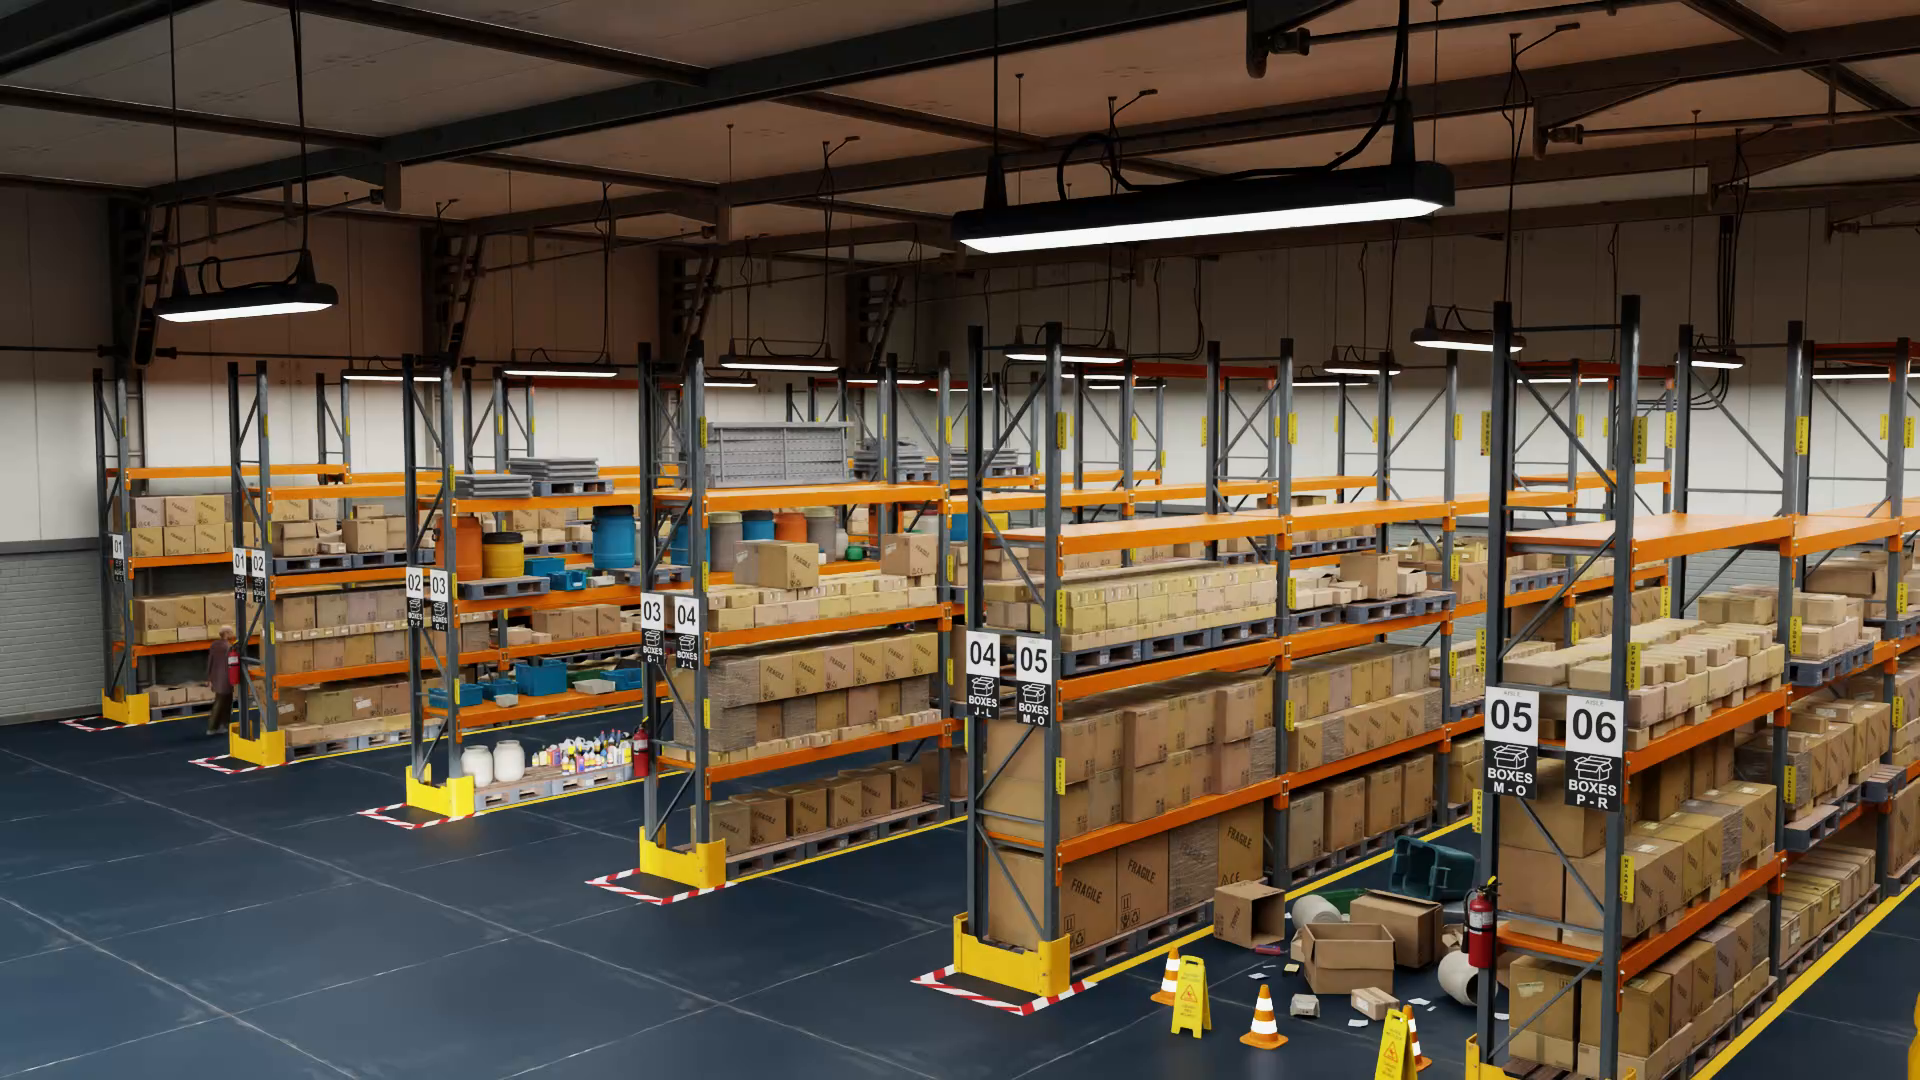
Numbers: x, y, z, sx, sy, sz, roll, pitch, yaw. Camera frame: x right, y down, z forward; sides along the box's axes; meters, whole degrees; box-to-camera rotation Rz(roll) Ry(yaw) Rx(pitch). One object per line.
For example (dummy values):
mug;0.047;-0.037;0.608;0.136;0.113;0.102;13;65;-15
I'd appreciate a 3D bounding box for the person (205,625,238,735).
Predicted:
person;-12.053;2.300;27.120;0.631;1.814;0.594;3;5;32
